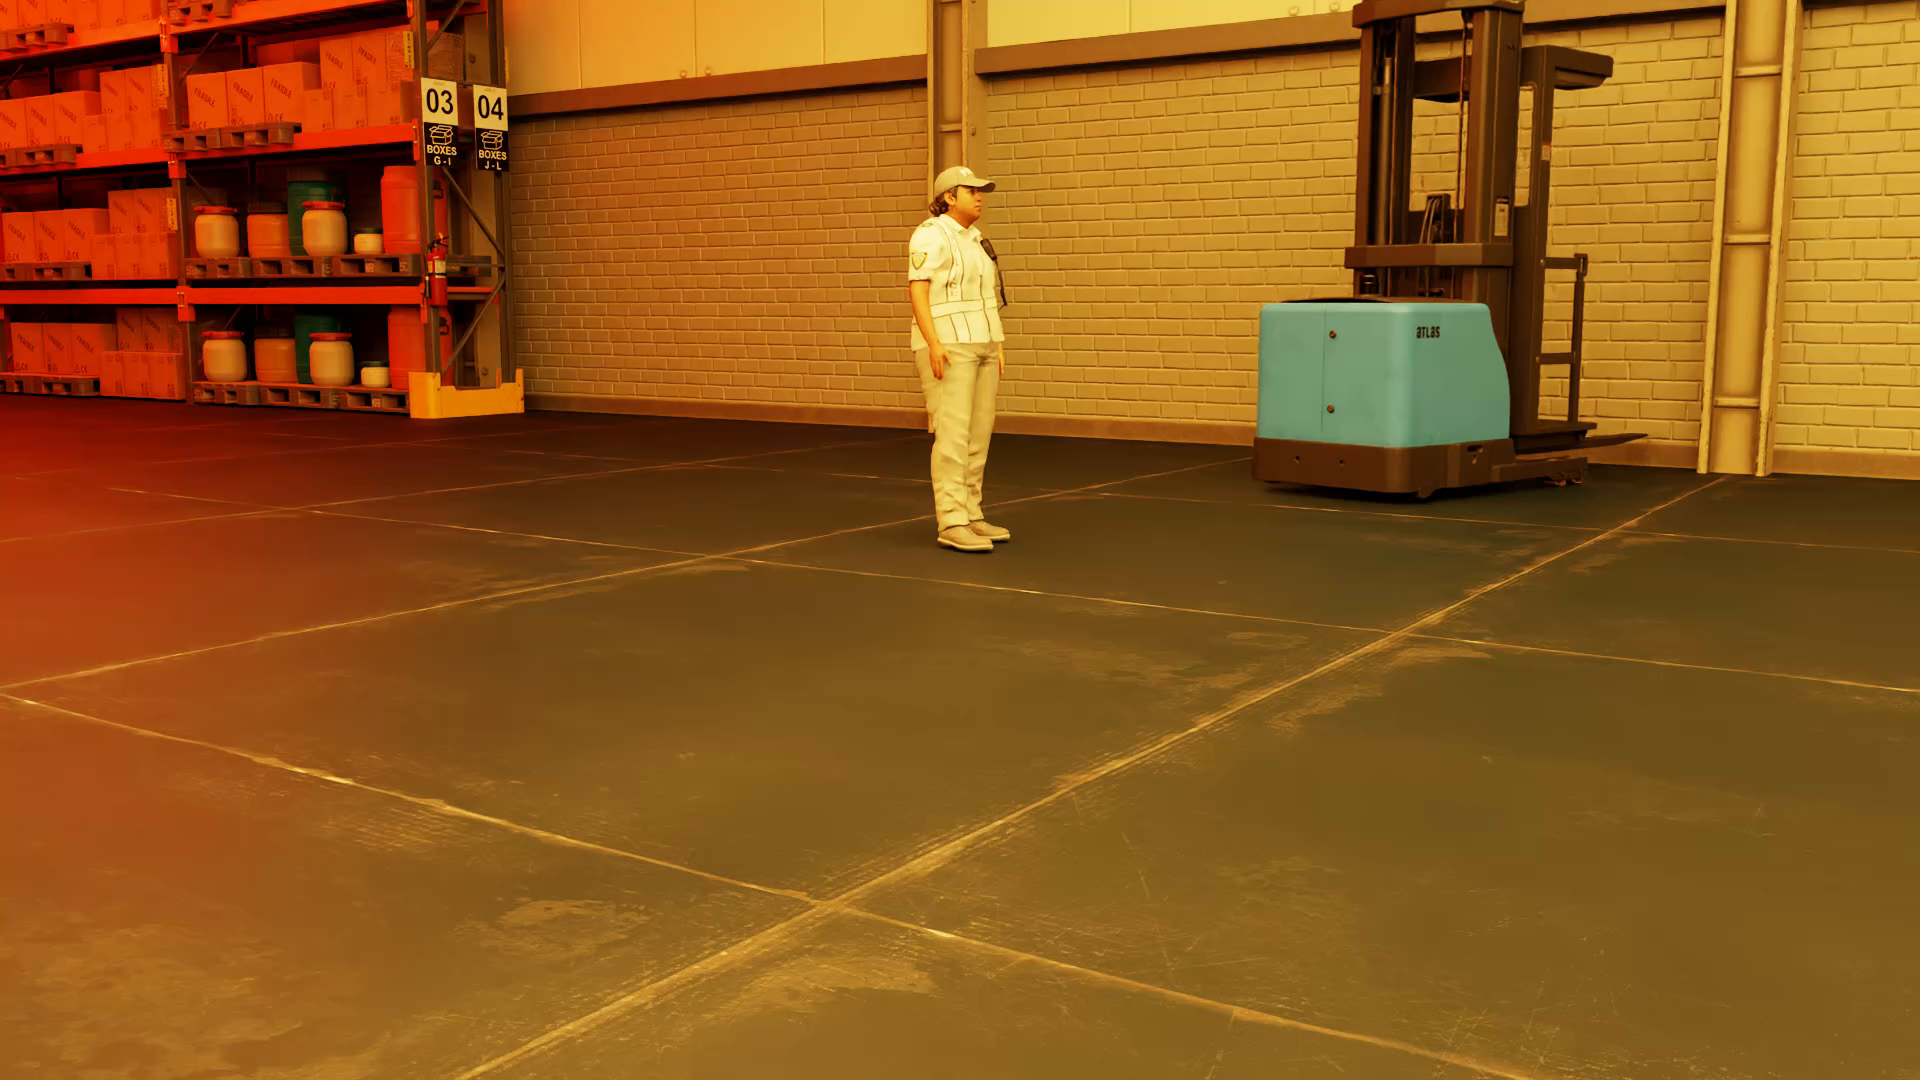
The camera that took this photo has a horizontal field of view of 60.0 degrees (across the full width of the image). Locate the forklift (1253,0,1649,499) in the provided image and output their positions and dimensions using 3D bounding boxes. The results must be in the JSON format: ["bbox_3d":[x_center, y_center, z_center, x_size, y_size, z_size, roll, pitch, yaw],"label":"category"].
[{"bbox_3d":[3.136,-1.818,9.977,3.031,2.935,1.130,-7,11,-40],"label":"forklift"}]

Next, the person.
[{"bbox_3d":[0.051,-0.825,7.424,0.529,1.670,0.598,5,10,34],"label":"person"}]
